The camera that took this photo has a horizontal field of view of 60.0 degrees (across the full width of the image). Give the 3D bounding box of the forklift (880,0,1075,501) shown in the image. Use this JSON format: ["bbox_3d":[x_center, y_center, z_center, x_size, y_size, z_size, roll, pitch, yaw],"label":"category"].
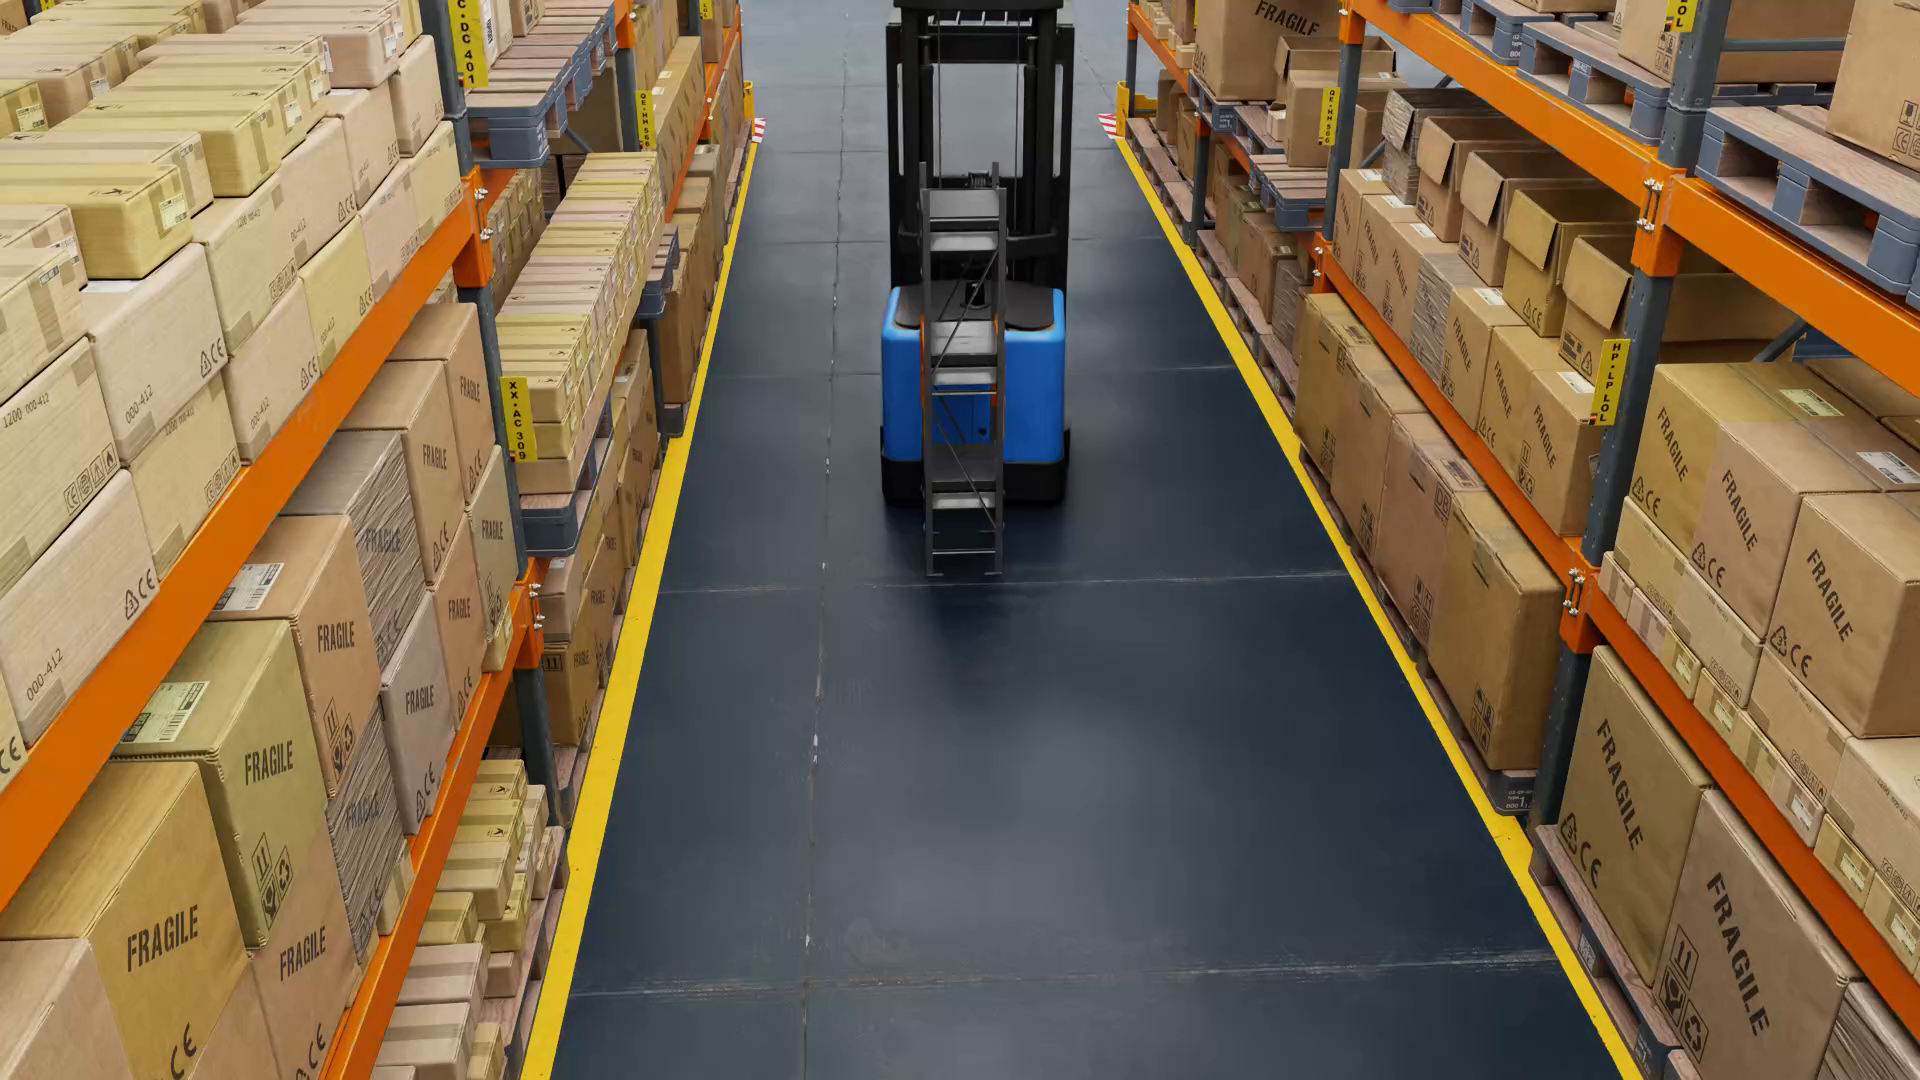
[{"bbox_3d":[0.126,-2.165,10.232,1.130,2.935,3.031,1,28,2],"label":"forklift"}]

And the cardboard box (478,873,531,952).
[{"bbox_3d":[-1.715,1.307,5.807,0.380,0.149,0.250,-2,28,-4],"label":"cardboard box"}]

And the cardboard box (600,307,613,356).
[{"bbox_3d":[-1.728,-0.908,7.242,0.380,0.149,0.250,0,28,-1],"label":"cardboard box"}]

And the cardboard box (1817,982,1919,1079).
[{"bbox_3d":[2.900,1.792,4.415,0.875,0.875,0.875,-1,28,-3],"label":"cardboard box"}]

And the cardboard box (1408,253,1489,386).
[{"bbox_3d":[2.480,-1.053,7.916,0.500,0.500,0.500,-1,28,-2],"label":"cardboard box"}]

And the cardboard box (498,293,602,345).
[{"bbox_3d":[-1.710,-0.918,6.942,0.380,0.149,0.250,-2,28,-3],"label":"cardboard box"}]

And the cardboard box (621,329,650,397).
[{"bbox_3d":[-2.018,-0.973,9.309,0.500,0.250,0.500,-2,28,-4],"label":"cardboard box"}]

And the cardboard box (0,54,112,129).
[{"bbox_3d":[-2.281,-1.065,3.995,0.380,0.149,0.250,-2,28,-4],"label":"cardboard box"}]

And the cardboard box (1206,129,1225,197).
[{"bbox_3d":[2.416,-3.320,14.621,0.500,0.500,0.500,7,28,14],"label":"cardboard box"}]

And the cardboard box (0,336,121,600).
[{"bbox_3d":[-1.689,-0.112,2.600,0.500,0.250,0.500,-2,28,-3],"label":"cardboard box"}]

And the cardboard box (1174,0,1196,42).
[{"bbox_3d":[2.355,-4.638,14.469,0.875,0.500,0.500,-1,28,-3],"label":"cardboard box"}]

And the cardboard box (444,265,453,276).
[{"bbox_3d":[-2.390,-1.146,7.377,0.380,0.149,0.250,-3,28,-5],"label":"cardboard box"}]

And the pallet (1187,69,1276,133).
[{"bbox_3d":[2.329,-3.351,12.638,1.003,0.211,1.213,-1,28,-3],"label":"pallet"}]

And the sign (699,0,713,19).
[{"bbox_3d":[-1.983,-4.215,12.921,0.100,0.325,0.005,-1,28,-3],"label":"sign"}]

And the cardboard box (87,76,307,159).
[{"bbox_3d":[-1.724,-0.952,3.778,0.380,0.149,0.250,-2,28,-3],"label":"cardboard box"}]

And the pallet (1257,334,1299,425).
[{"bbox_3d":[2.604,-1.069,11.072,1.003,0.211,1.213,-1,28,-3],"label":"pallet"}]

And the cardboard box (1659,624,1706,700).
[{"bbox_3d":[2.563,0.401,5.508,0.380,0.149,0.250,-1,28,-1],"label":"cardboard box"}]

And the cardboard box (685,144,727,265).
[{"bbox_3d":[-2.402,-2.623,13.014,1.050,0.750,0.750,-2,28,-3],"label":"cardboard box"}]

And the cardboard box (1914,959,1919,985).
[{"bbox_3d":[2.644,1.113,4.144,0.380,0.149,0.250,-1,28,-2],"label":"cardboard box"}]

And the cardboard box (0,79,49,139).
[{"bbox_3d":[-2.313,-0.938,3.752,0.380,0.149,0.250,0,28,0],"label":"cardboard box"}]

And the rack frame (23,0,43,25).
[{"bbox_3d":[-7.462,-3.553,12.818,1.000,3.000,0.127,-1,28,-3],"label":"rack frame"}]

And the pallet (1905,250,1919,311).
[{"bbox_3d":[2.945,-0.448,3.718,1.003,0.211,1.213,-1,28,-3],"label":"pallet"}]

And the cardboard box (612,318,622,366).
[{"bbox_3d":[-1.741,-0.895,7.540,0.380,0.149,0.250,-2,28,-4],"label":"cardboard box"}]

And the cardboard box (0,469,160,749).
[{"bbox_3d":[-1.689,0.102,2.728,0.500,0.250,0.500,-1,28,-1],"label":"cardboard box"}]

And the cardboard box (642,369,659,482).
[{"bbox_3d":[-2.020,-0.652,9.505,0.500,0.500,0.500,-2,28,-3],"label":"cardboard box"}]

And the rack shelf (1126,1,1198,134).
[{"bbox_3d":[2.330,-4.397,15.214,1.077,0.370,4.000,-1,28,-3],"label":"rack shelf"}]

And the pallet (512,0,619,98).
[{"bbox_3d":[-2.090,-2.038,6.873,1.213,0.211,1.003,-1,28,-3],"label":"pallet"}]

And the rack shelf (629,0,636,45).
[{"bbox_3d":[-2.420,-3.806,10.839,1.077,0.370,4.000,-1,28,-3],"label":"rack shelf"}]

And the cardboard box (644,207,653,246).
[{"bbox_3d":[-1.803,-1.617,8.602,0.380,0.149,0.250,-1,28,-1],"label":"cardboard box"}]

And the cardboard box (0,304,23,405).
[{"bbox_3d":[-1.624,-0.239,2.412,0.380,0.149,0.250,-1,28,-3],"label":"cardboard box"}]

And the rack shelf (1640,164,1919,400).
[{"bbox_3d":[2.956,-0.185,3.895,1.077,0.370,4.000,-1,28,-3],"label":"rack shelf"}]

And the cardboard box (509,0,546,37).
[{"bbox_3d":[-2.056,-2.303,6.612,0.797,0.503,0.637,-2,28,-3],"label":"cardboard box"}]

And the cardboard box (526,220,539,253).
[{"bbox_3d":[-2.480,-1.611,8.913,0.380,0.149,0.250,0,28,0],"label":"cardboard box"}]

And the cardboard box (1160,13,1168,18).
[{"bbox_3d":[2.074,-4.813,15.507,0.380,0.149,0.250,-1,28,-3],"label":"cardboard box"}]

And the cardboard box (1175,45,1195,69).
[{"bbox_3d":[2.048,-4.118,14.174,0.380,0.149,0.250,-1,28,-3],"label":"cardboard box"}]

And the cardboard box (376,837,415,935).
[{"bbox_3d":[-1.705,0.933,4.488,0.380,0.149,0.250,-1,28,-2],"label":"cardboard box"}]

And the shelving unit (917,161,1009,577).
[{"bbox_3d":[0.009,-0.855,8.618,0.431,2.100,0.503,-1,28,-3],"label":"shelving unit"}]

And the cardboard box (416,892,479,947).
[{"bbox_3d":[-1.819,1.301,5.497,0.380,0.149,0.250,-1,28,-1],"label":"cardboard box"}]

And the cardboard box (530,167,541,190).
[{"bbox_3d":[-2.485,-1.990,8.996,0.380,0.149,0.250,-1,28,-3],"label":"cardboard box"}]

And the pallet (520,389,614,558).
[{"bbox_3d":[-2.001,-0.296,6.781,1.003,0.211,1.213,-1,28,-3],"label":"pallet"}]

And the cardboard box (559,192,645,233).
[{"bbox_3d":[-1.790,-1.635,8.315,0.380,0.149,0.250,-1,28,-1],"label":"cardboard box"}]

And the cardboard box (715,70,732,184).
[{"bbox_3d":[-2.538,-3.671,14.889,0.875,0.875,0.875,-1,28,-2],"label":"cardboard box"}]

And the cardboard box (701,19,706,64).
[{"bbox_3d":[-2.607,-4.209,13.914,0.875,0.550,0.550,-1,28,-3],"label":"cardboard box"}]

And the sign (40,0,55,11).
[{"bbox_3d":[-6.908,-4.081,12.579,0.100,0.325,0.005,-1,28,-3],"label":"sign"}]

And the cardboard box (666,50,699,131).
[{"bbox_3d":[-2.204,-3.295,12.217,0.500,0.500,0.500,-2,28,-3],"label":"cardboard box"}]

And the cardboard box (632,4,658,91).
[{"bbox_3d":[-2.413,-3.273,11.093,0.700,0.500,0.500,-2,28,-3],"label":"cardboard box"}]

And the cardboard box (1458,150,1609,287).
[{"bbox_3d":[2.738,-1.485,7.661,0.797,0.503,0.637,-1,28,-1],"label":"cardboard box"}]

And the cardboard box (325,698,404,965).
[{"bbox_3d":[-1.744,0.724,4.188,0.500,0.500,0.500,-2,28,-4],"label":"cardboard box"}]

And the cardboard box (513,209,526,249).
[{"bbox_3d":[-2.457,-1.602,8.574,0.380,0.149,0.250,-2,28,-4],"label":"cardboard box"}]

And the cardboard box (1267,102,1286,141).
[{"bbox_3d":[2.286,-2.835,11.133,0.396,0.266,0.258,-2,28,-4],"label":"cardboard box"}]

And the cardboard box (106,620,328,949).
[{"bbox_3d":[-1.694,0.516,3.506,0.500,0.500,0.500,-2,28,-4],"label":"cardboard box"}]

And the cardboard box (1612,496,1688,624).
[{"bbox_3d":[2.615,0.060,5.731,0.500,0.250,0.500,-2,28,-4],"label":"cardboard box"}]

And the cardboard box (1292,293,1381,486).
[{"bbox_3d":[2.658,-0.870,9.517,1.225,0.875,0.875,-3,28,-5],"label":"cardboard box"}]

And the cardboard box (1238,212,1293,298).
[{"bbox_3d":[2.480,-2.116,12.290,0.700,0.500,0.500,-4,28,-7],"label":"cardboard box"}]

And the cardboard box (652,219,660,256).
[{"bbox_3d":[-1.820,-1.615,8.921,0.380,0.149,0.250,-1,28,-3],"label":"cardboard box"}]

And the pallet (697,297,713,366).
[{"bbox_3d":[-2.342,-1.563,12.019,1.003,0.211,1.213,-1,28,-3],"label":"pallet"}]
